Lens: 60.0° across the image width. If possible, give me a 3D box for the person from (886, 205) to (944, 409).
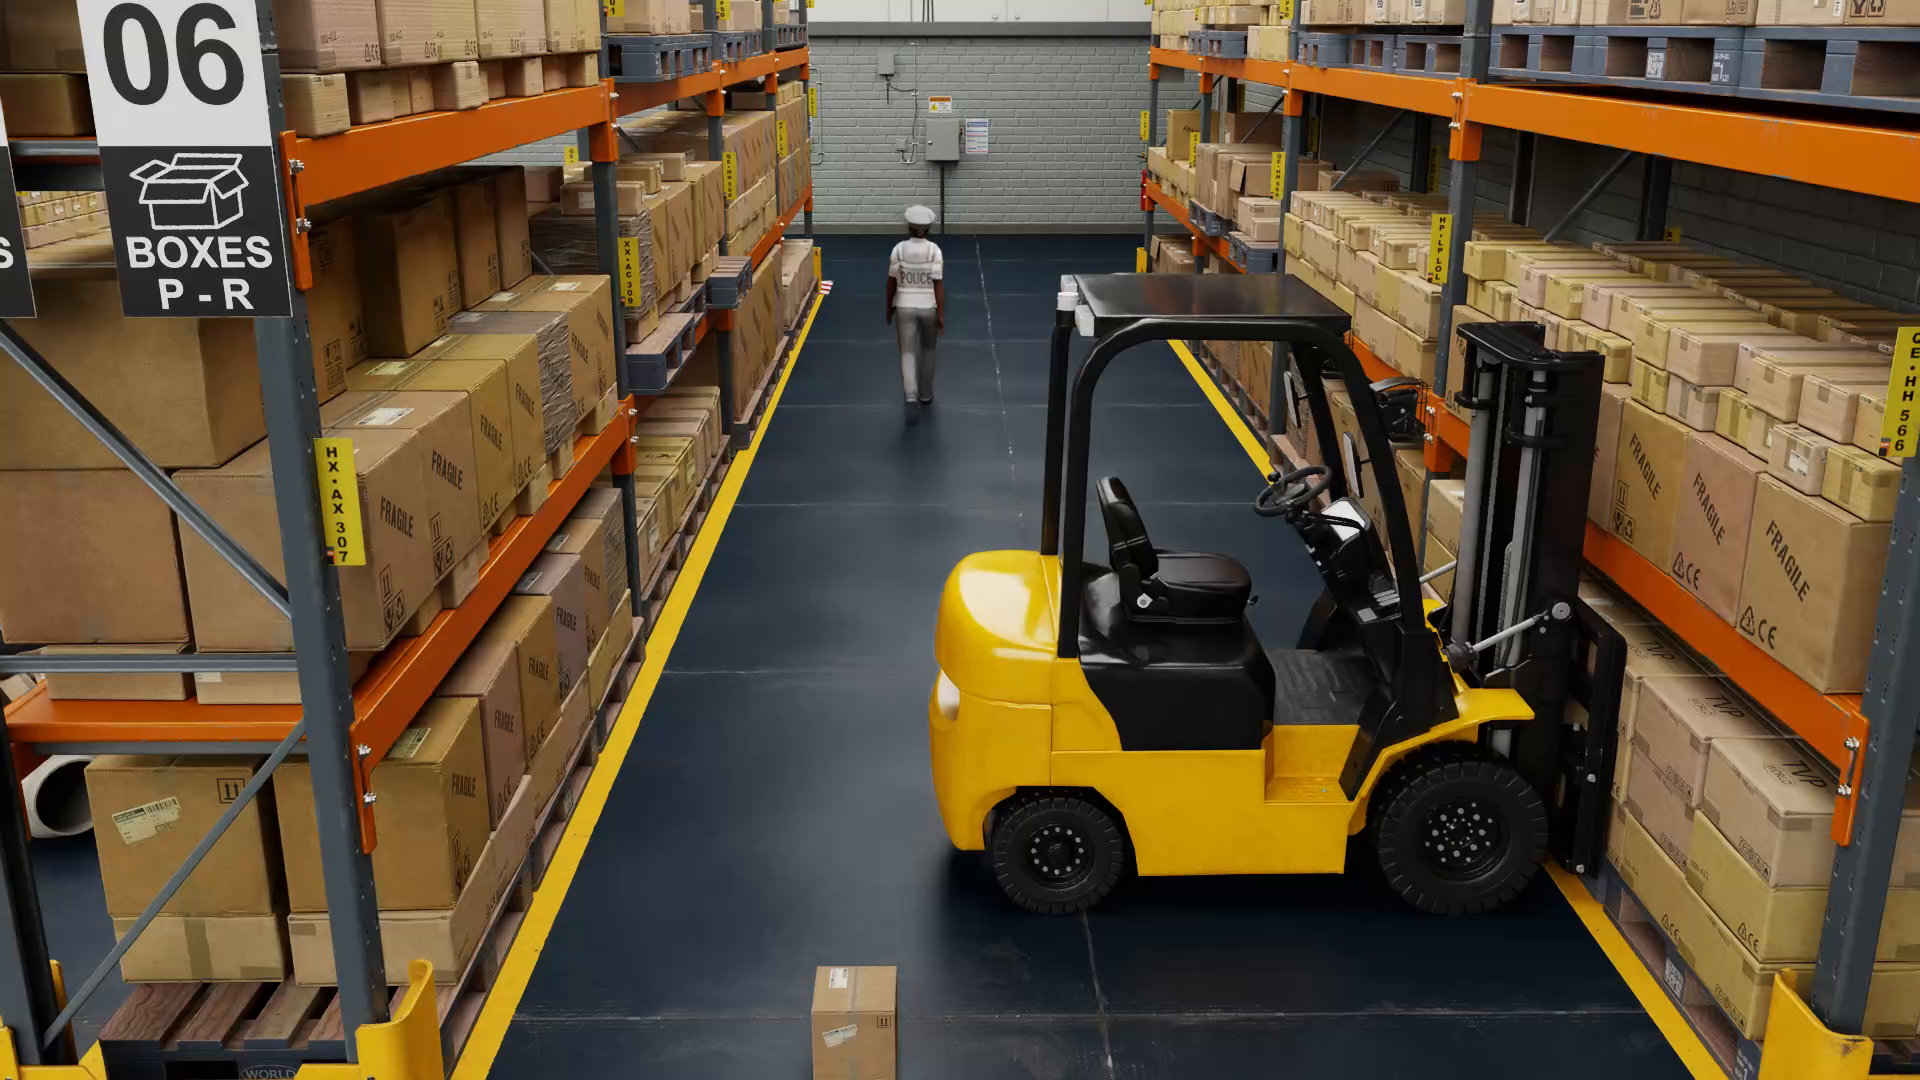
[{"bbox_3d":[-0.369,-1.892,13.573,0.476,1.649,0.971,-1,17,-2],"label":"person"}]
